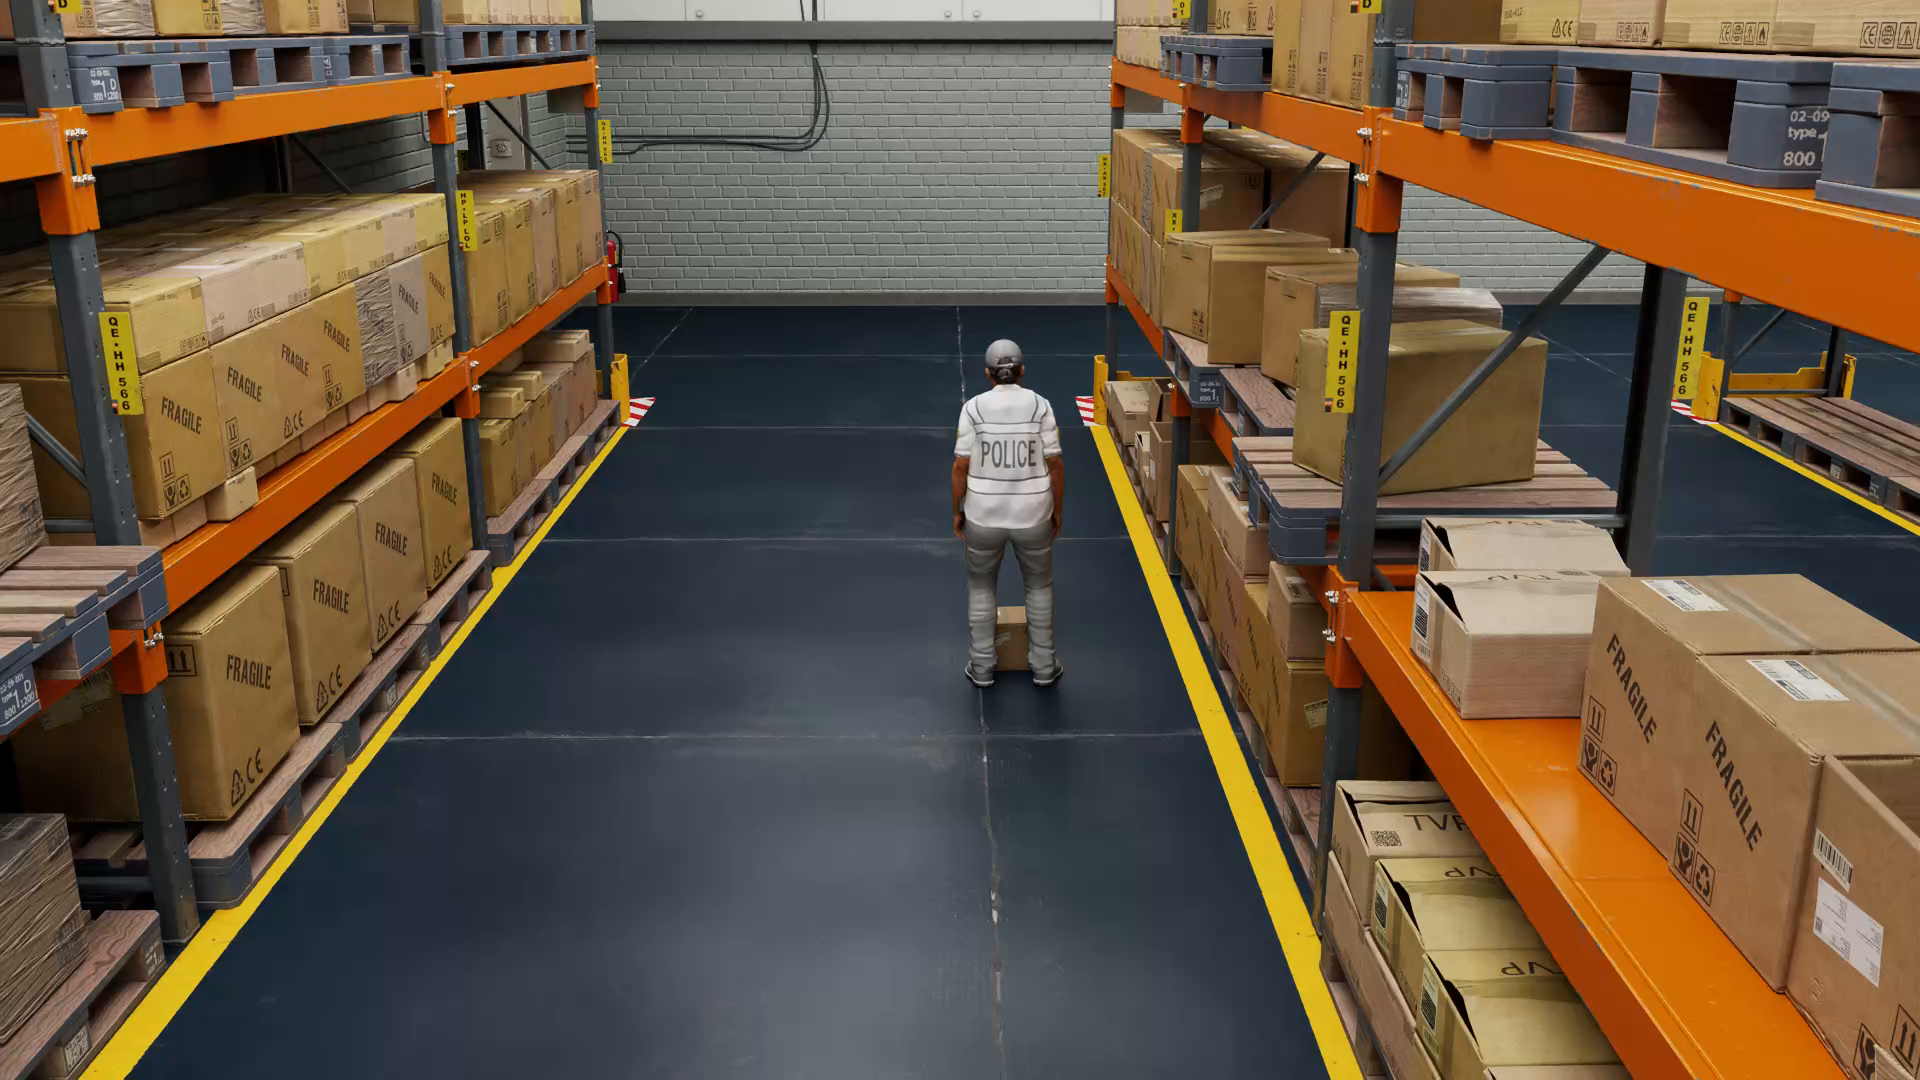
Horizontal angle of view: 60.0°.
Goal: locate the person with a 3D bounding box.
[{"bbox_3d":[0.236,-0.118,7.917,0.547,1.666,0.473,0,17,0],"label":"person"}]
